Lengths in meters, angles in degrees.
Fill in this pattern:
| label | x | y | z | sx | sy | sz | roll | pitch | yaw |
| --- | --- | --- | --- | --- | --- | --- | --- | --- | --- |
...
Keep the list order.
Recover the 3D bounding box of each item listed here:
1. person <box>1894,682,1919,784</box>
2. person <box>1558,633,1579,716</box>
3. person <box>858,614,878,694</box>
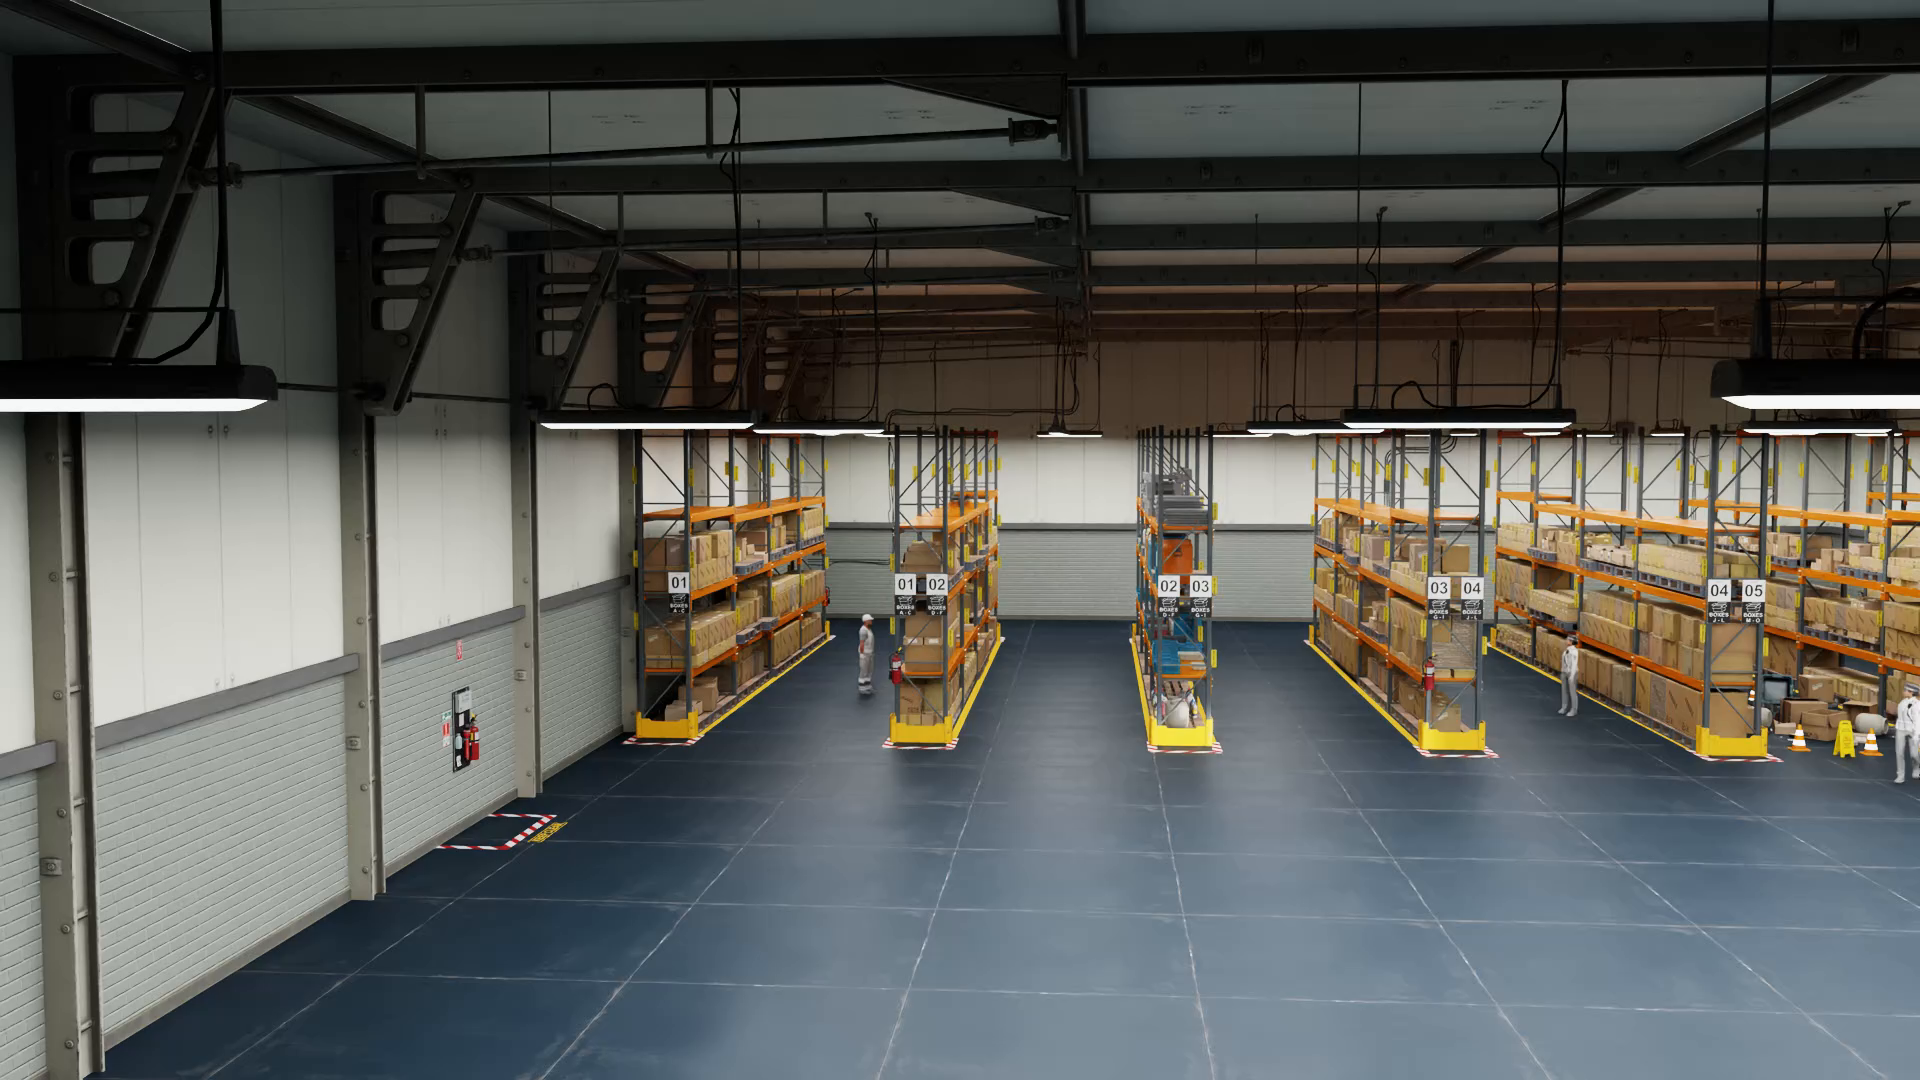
| label | x | y | z | sx | sy | sz | roll | pitch | yaw |
| --- | --- | --- | --- | --- | --- | --- | --- | --- | --- |
| person | 15.825 | 3.204 | 27.708 | 0.429 | 1.683 | 0.530 | 3 | 5 | 44 |
| person | 12.683 | 2.790 | 34.615 | 0.387 | 1.698 | 0.509 | -1 | 4 | -16 |
| person | -2.094 | 2.571 | 37.477 | 0.386 | 1.796 | 0.635 | 1 | 4 | 13 |
